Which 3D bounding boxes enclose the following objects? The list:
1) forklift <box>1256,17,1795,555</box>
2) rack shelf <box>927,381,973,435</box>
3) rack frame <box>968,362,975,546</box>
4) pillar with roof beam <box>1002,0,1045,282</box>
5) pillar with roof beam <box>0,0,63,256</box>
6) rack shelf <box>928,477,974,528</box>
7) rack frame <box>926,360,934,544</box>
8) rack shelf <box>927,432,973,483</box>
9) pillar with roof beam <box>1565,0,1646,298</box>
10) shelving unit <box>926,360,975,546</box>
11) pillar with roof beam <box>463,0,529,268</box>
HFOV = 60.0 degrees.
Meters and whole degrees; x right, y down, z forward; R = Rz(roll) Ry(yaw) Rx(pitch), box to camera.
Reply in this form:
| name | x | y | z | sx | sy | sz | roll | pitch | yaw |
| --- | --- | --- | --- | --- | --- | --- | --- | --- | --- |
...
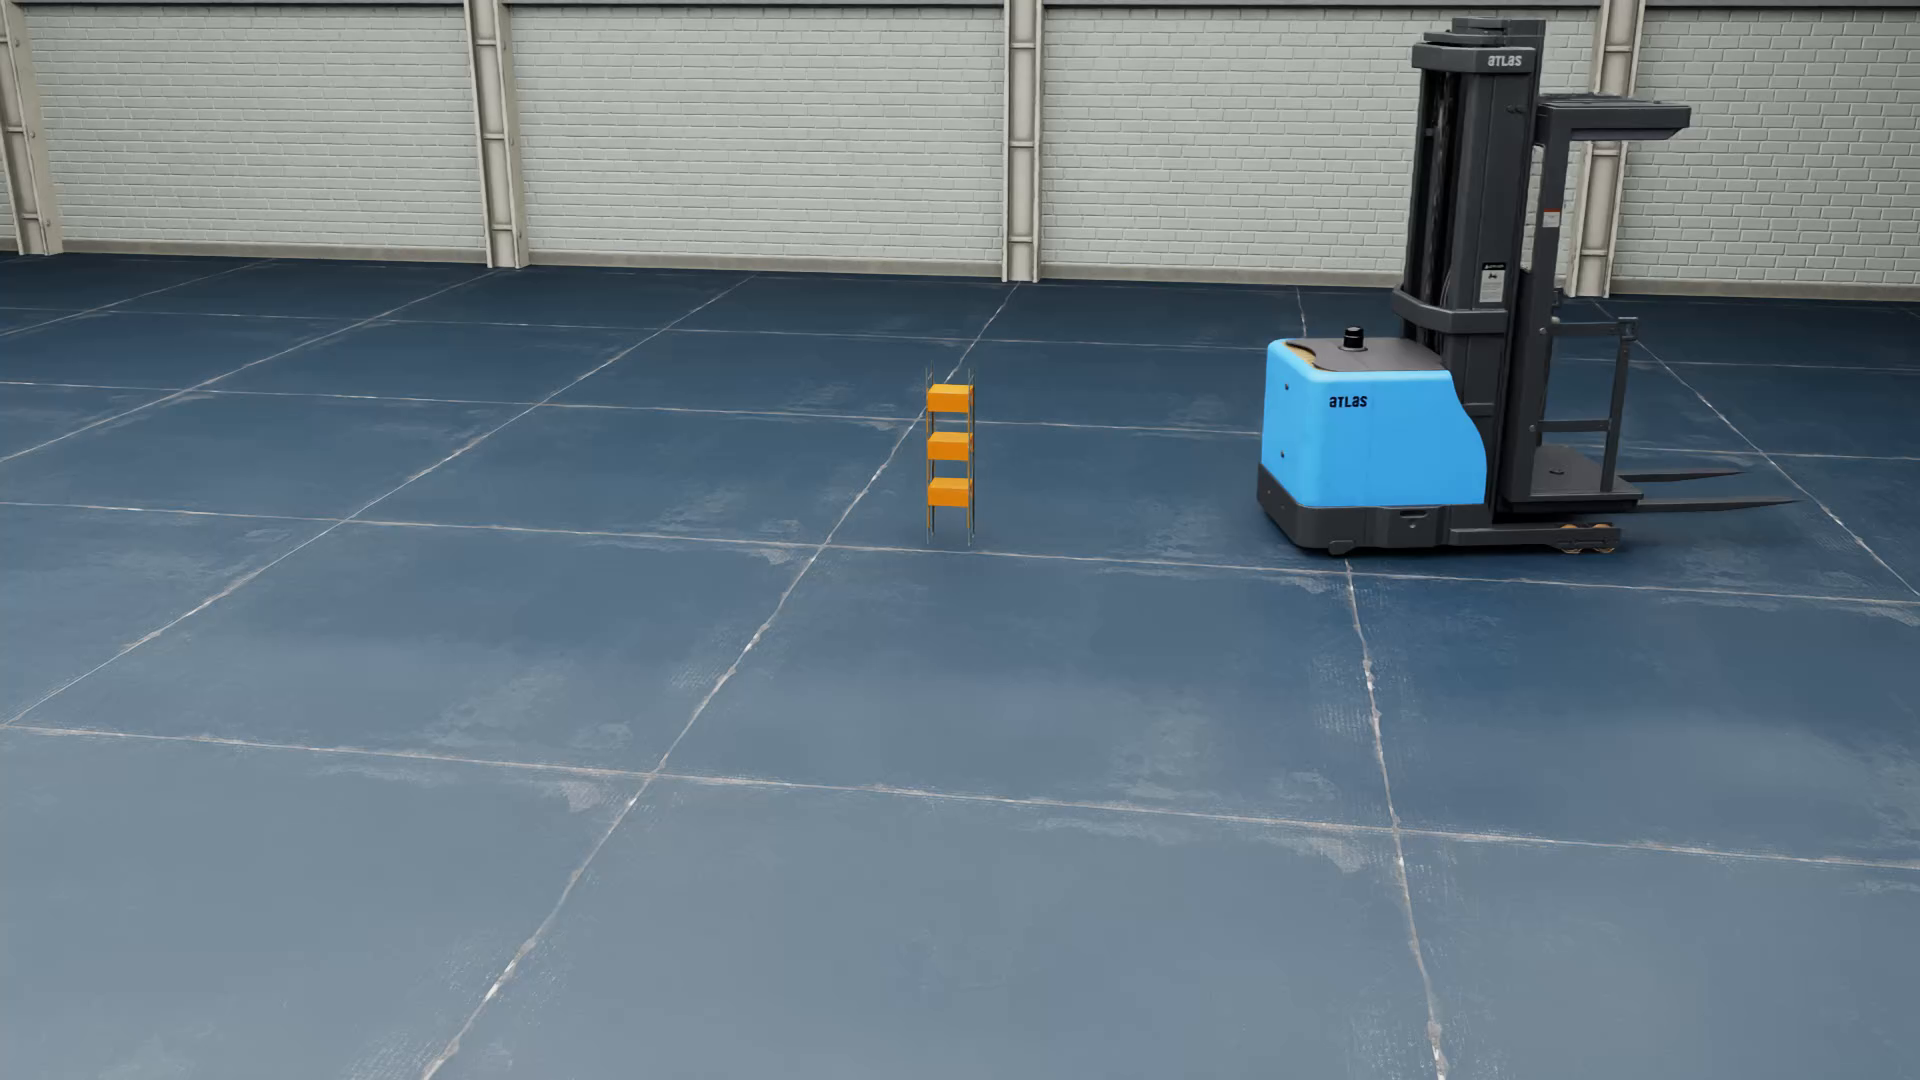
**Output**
| name | x | y | z | sx | sy | sz | roll | pitch | yaw |
| --- | --- | --- | --- | --- | --- | --- | --- | --- | --- |
| forklift | 3.386 | -1.476 | 9.595 | 3.031 | 2.935 | 1.130 | -1 | 19 | -4 |
| rack shelf | -0.053 | -0.760 | 9.558 | 0.240 | 0.259 | 0.215 | 3 | 19 | 9 |
| rack frame | 0.068 | -0.494 | 9.626 | 0.008 | 1.050 | 0.200 | 3 | 19 | 9 |
| pillar with roof beam | -0.003 | -5.805 | 12.971 | 0.400 | 9.000 | 9.100 | 3 | 19 | 9 |
| pillar with roof beam | -11.851 | -6.409 | 14.776 | 0.400 | 9.000 | 9.100 | 3 | 19 | 9 |
| rack shelf | -0.053 | -0.227 | 9.736 | 0.240 | 0.259 | 0.215 | 3 | 19 | 9 |
| rack frame | -0.173 | -0.507 | 9.663 | 0.008 | 1.050 | 0.200 | 3 | 19 | 9 |
| rack shelf | -0.053 | -0.491 | 9.648 | 0.240 | 0.259 | 0.215 | 3 | 19 | 9 |
| pillar with roof beam | 5.921 | -5.503 | 12.069 | 0.400 | 9.000 | 9.100 | 3 | 19 | 9 |
| shelving unit | -0.053 | -0.501 | 9.645 | 0.252 | 1.050 | 0.215 | 3 | 19 | 9 |
| pillar with roof beam | -5.927 | -6.107 | 13.874 | 0.400 | 9.000 | 9.100 | 3 | 19 | 9 |
